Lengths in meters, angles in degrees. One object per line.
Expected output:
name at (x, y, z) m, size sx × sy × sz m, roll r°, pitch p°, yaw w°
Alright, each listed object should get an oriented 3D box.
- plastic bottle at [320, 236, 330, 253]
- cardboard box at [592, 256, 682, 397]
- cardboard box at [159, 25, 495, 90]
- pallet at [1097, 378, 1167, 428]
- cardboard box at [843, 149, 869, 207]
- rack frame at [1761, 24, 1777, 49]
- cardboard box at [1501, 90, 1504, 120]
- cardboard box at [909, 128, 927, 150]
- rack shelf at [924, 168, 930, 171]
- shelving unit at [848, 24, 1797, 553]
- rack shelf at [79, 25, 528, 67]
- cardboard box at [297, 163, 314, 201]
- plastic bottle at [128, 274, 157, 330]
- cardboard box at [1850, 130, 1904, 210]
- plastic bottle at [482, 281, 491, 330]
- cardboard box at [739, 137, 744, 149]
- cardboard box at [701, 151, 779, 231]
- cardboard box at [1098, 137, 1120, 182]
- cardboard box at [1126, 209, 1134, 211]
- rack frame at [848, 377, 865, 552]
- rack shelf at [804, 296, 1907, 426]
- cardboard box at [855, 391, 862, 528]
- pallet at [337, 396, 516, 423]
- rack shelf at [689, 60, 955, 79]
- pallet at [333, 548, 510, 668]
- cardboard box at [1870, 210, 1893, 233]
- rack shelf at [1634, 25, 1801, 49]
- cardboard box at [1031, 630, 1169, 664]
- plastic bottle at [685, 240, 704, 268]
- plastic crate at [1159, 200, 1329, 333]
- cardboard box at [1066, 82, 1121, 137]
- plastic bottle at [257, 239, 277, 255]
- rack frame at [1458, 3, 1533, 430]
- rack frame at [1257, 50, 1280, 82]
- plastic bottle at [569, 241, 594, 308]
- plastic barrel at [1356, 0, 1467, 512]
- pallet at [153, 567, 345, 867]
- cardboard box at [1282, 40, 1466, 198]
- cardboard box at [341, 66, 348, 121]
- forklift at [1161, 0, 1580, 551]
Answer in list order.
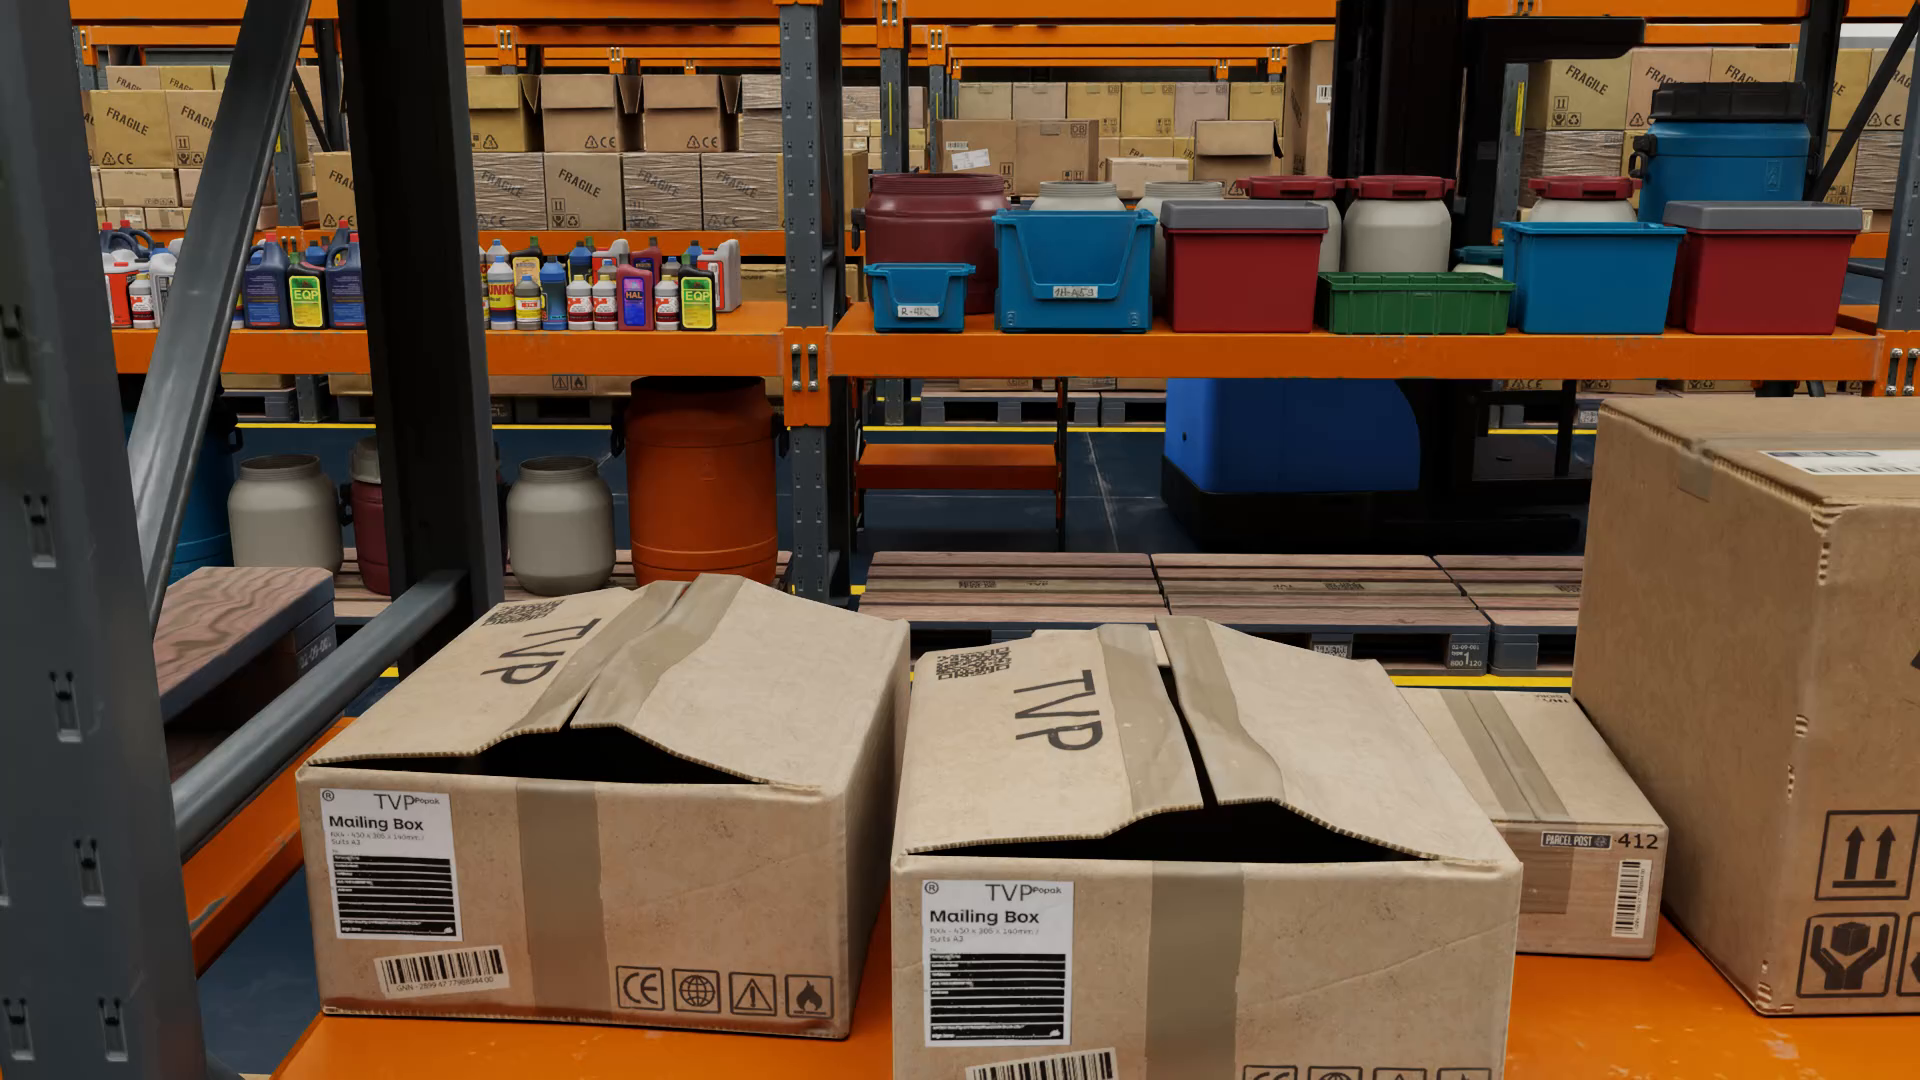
plastic bottle at (-2.689, -1.133, 6.984) m, size 0.133 × 0.283 × 0.061 m, roll 0°, pitch 15°, yaw 1°
cardboard box at (-2.014, -1.538, 11.631) m, size 0.875 × 0.875 × 1.225 m, roll 0°, pitch 15°, yaw 2°
cardboard box at (-5.099, -3.942, 15.910) m, size 4.819 × 2.340 × 0.603 m, roll 1°, pitch 15°, yaw 3°
pallet at (1.563, -0.982, 11.649) m, size 1.213 × 0.211 × 1.003 m, roll 0°, pitch 15°, yaw 1°
cardboard box at (-0.913, -2.466, 11.609) m, size 0.500 × 0.500 × 0.500 m, roll 1°, pitch 15°, yaw 3°
rack frame at (7.791, -3.557, 15.941) m, size 0.127 × 3.000 × 1.000 m, roll 0°, pitch 15°, yaw 1°
cardboard box at (4.021, -3.061, 11.325) m, size 0.500 × 0.500 × 0.500 m, roll 0°, pitch 15°, yaw 1°
cardboard box at (-0.672, -4.979, 20.647) m, size 0.500 × 0.250 × 0.500 m, roll 0°, pitch 15°, yaw 1°
rack shelf at (-2.180, -4.666, 21.033) m, size 3.809 × 0.052 × 0.919 m, roll 0°, pitch 15°, yaw 1°
shelving unit at (6.365, -5.304, 16.685) m, size 13.307 × 6.000 × 19.663 m, roll 0°, pitch 15°, yaw 1°
rack shelf at (-6.205, -4.750, 15.996) m, size 4.000 × 0.370 × 1.077 m, roll 0°, pitch 15°, yaw 1°
cardboard box at (-4.896, -2.512, 11.692) m, size 0.500 × 0.250 × 0.500 m, roll 0°, pitch 15°, yaw 0°
plastic bottle at (-3.066, -0.898, 6.251) m, size 0.097 × 0.201 × 0.097 m, roll 0°, pitch 15°, yaw 0°
cardboard box at (6.012, -2.482, 11.089) m, size 0.500 × 0.500 × 0.875 m, roll 0°, pitch 15°, yaw 1°
plastic bottle at (-1.808, -0.889, 6.220) m, size 0.097 × 0.201 × 0.097 m, roll 0°, pitch 15°, yaw 0°
cardboard box at (-2.002, -3.729, 15.681) m, size 0.250 × 0.149 × 0.380 m, roll 1°, pitch 15°, yaw 3°
cardboard box at (-1.432, -2.338, 11.125) m, size 0.500 × 0.500 × 0.500 m, roll 0°, pitch 15°, yaw 1°
cardboard box at (1.248, -3.579, 15.831) m, size 0.500 × 0.500 × 0.500 m, roll 0°, pitch 15°, yaw 1°
cardboard box at (2.643, -5.174, 25.903) m, size 0.625 × 0.625 × 0.875 m, roll 0°, pitch 15°, yaw 1°
rack frame at (-0.515, -0.547, 8.209) m, size 0.032 × 1.125 × 0.500 m, roll 0°, pitch 15°, yaw 1°
rack shelf at (1.439, -0.721, 6.602) m, size 4.000 × 0.370 × 1.077 m, roll 0°, pitch 15°, yaw 1°
cardboard box at (-0.515, -0.548, 8.211) m, size 0.035 × 0.981 × 0.475 m, roll 0°, pitch 15°, yaw -1°
pallet at (-3.660, -1.037, 11.855) m, size 1.213 × 0.211 × 1.003 m, roll 0°, pitch 15°, yaw 1°
rack shelf at (-2.057, -7.253, 25.482) m, size 4.000 × 0.370 × 1.077 m, roll 0°, pitch 15°, yaw 1°
pallet at (-2.566, 0.264, 6.927) m, size 1.213 × 0.211 × 1.003 m, roll 0°, pitch 15°, yaw 1°
cardboard box at (6.023, -2.124, 11.004) m, size 0.250 × 0.149 × 0.380 m, roll 0°, pitch 15°, yaw 1°
rack shelf at (5.792, -4.672, 15.700) m, size 4.000 × 0.370 × 1.077 m, roll 0°, pitch 15°, yaw 1°
cardboard box at (0.215, 0.239, 2.048) m, size 0.250 × 0.149 × 0.380 m, roll 0°, pitch 15°, yaw 1°
plastic bottle at (-1.100, -1.112, 6.928) m, size 0.097 × 0.271 × 0.097 m, roll 0°, pitch 15°, yaw 0°
plastic crate at (1.047, -1.024, 6.215) m, size 0.583 × 0.464 × 0.402 m, roll 0°, pitch 15°, yaw 1°
cardboard box at (1.261, -4.129, 15.956) m, size 0.500 × 0.500 × 0.700 m, roll 0°, pitch 15°, yaw 1°
plastic bottle at (-2.921, -1.119, 6.946) m, size 0.135 × 0.276 × 0.152 m, roll 0°, pitch 15°, yaw 1°
rack frame at (3.565, -2.319, 11.248) m, size 0.127 × 3.000 × 1.000 m, roll 0°, pitch 15°, yaw 1°
rack frame at (3.818, -4.846, 20.827) m, size 0.127 × 3.000 × 1.000 m, roll 0°, pitch 15°, yaw 1°
plastic bottle at (-1.564, -1.100, 6.881) m, size 0.097 × 0.271 × 0.097 m, roll 0°, pitch 15°, yaw 0°
plastic barrel at (2.062, -1.534, 8.219) m, size 0.517 × 2.708 × 0.905 m, roll 0°, pitch 15°, yaw 1°
pallet at (-1.370, 0.288, 1.745) m, size 1.003 × 0.211 × 1.213 m, roll 0°, pitch 15°, yaw 1°
cardboard box at (2.774, -2.853, 11.273) m, size 1.000 × 1.000 × 1.000 m, roll 0°, pitch 15°, yaw 2°
cardboard box at (-5.710, -4.254, 15.843) m, size 0.500 × 0.500 × 0.500 m, roll 1°, pitch 15°, yaw 3°
forklift at (20.580, 0.442, 1.091) m, size 37.447 × 2.843 × 19.219 m, roll -1°, pitch 15°, yaw -5°
